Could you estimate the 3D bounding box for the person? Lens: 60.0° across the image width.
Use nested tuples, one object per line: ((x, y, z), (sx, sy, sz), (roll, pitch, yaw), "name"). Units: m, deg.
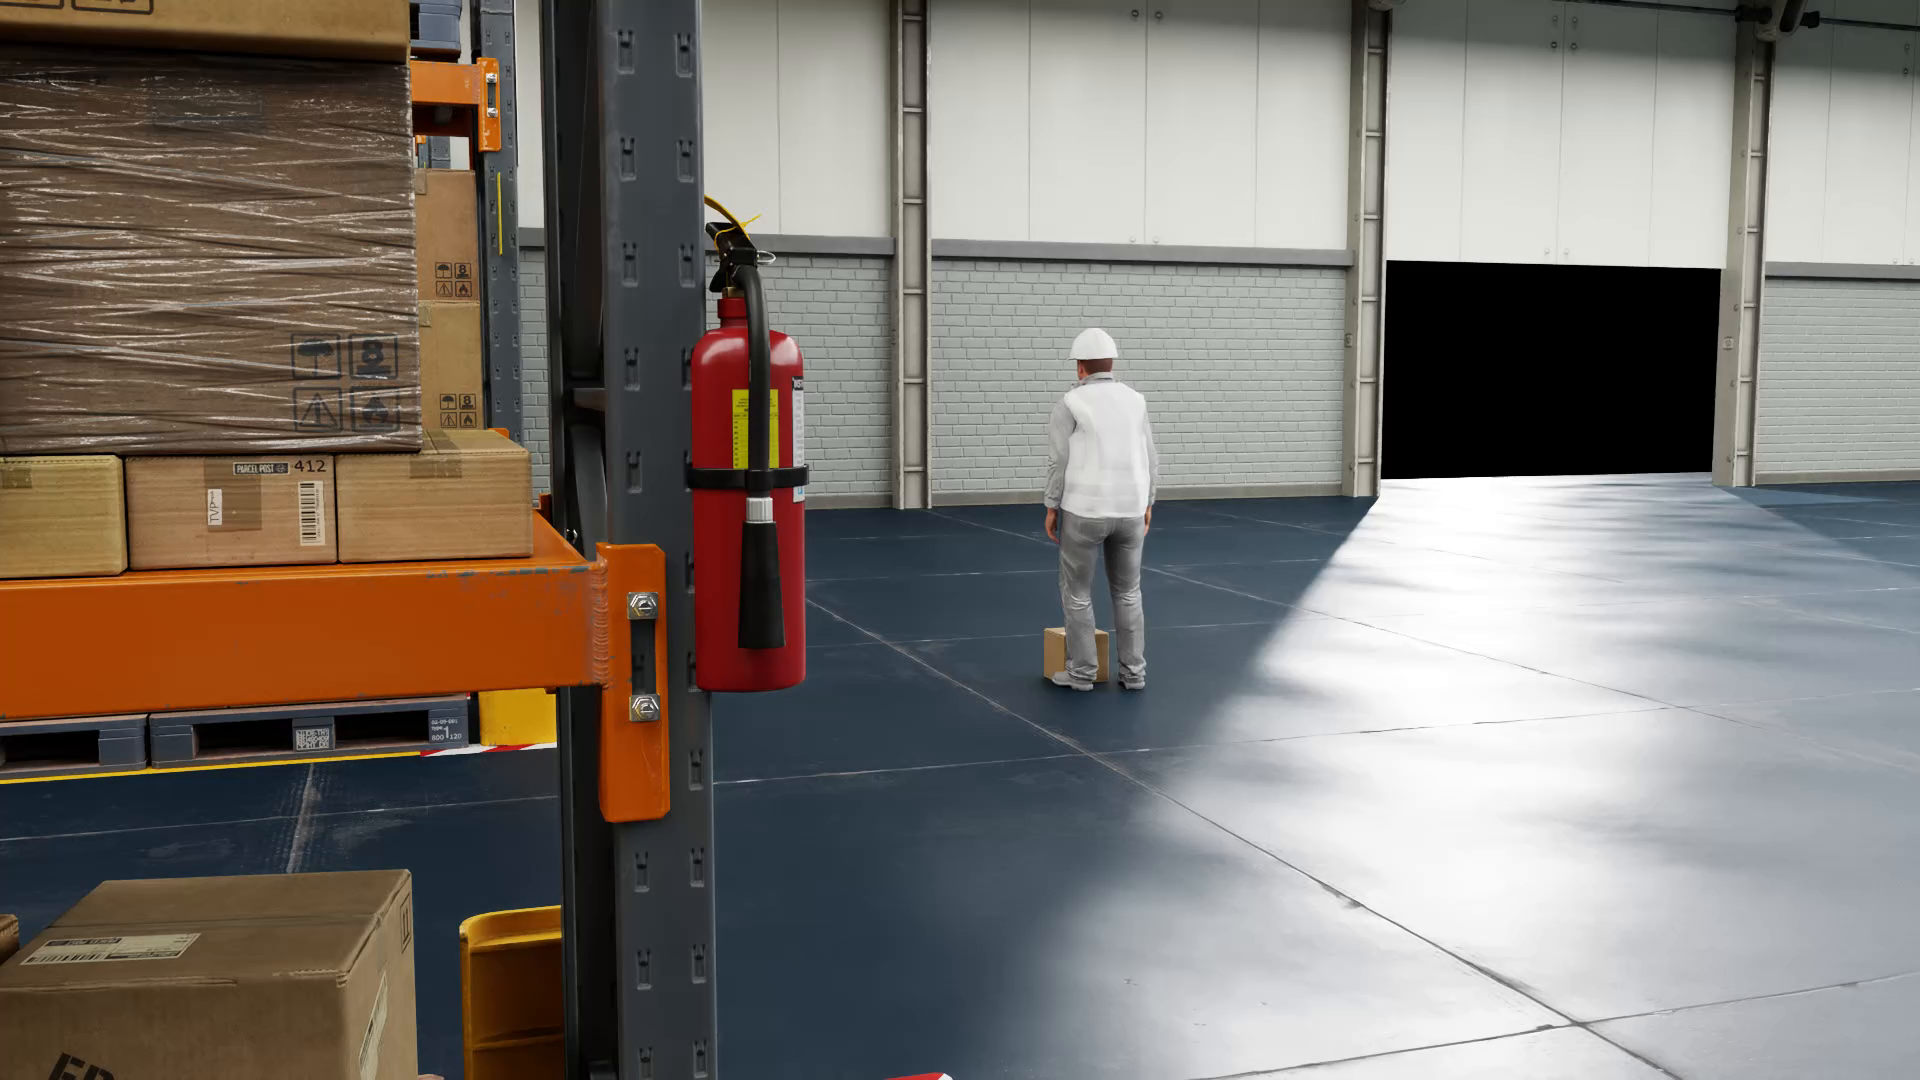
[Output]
((0.689, -0.146, 8.153), (0.579, 1.770, 0.468), (-2, 6, -19), "person")
